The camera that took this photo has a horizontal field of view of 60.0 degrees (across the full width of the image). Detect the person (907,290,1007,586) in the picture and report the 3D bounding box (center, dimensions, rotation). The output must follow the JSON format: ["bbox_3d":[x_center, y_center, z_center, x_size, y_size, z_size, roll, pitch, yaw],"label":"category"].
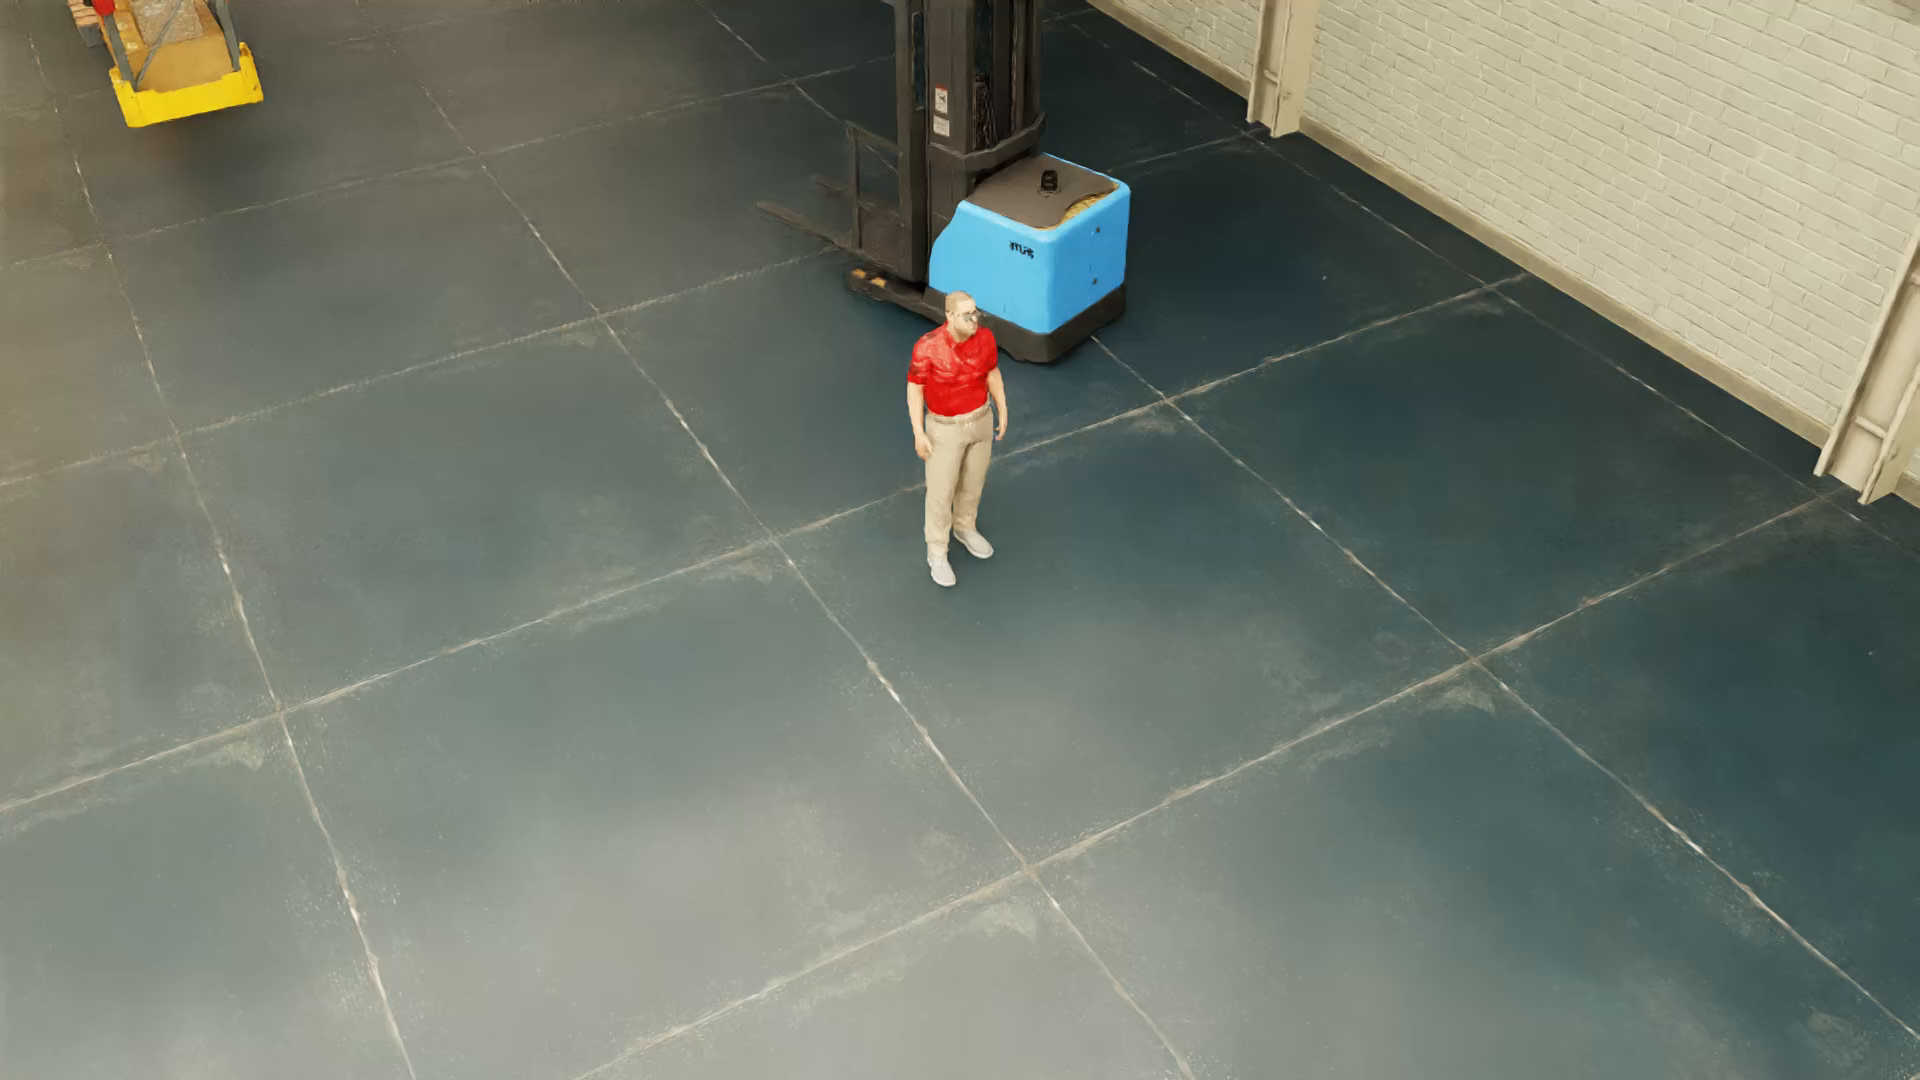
[{"bbox_3d":[0.035,-0.617,9.711,0.640,1.727,0.550,-20,44,-23],"label":"person"}]

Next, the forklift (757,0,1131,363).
[{"bbox_3d":[-0.239,-3.166,11.854,3.031,2.935,1.130,28,47,30],"label":"forklift"}]
